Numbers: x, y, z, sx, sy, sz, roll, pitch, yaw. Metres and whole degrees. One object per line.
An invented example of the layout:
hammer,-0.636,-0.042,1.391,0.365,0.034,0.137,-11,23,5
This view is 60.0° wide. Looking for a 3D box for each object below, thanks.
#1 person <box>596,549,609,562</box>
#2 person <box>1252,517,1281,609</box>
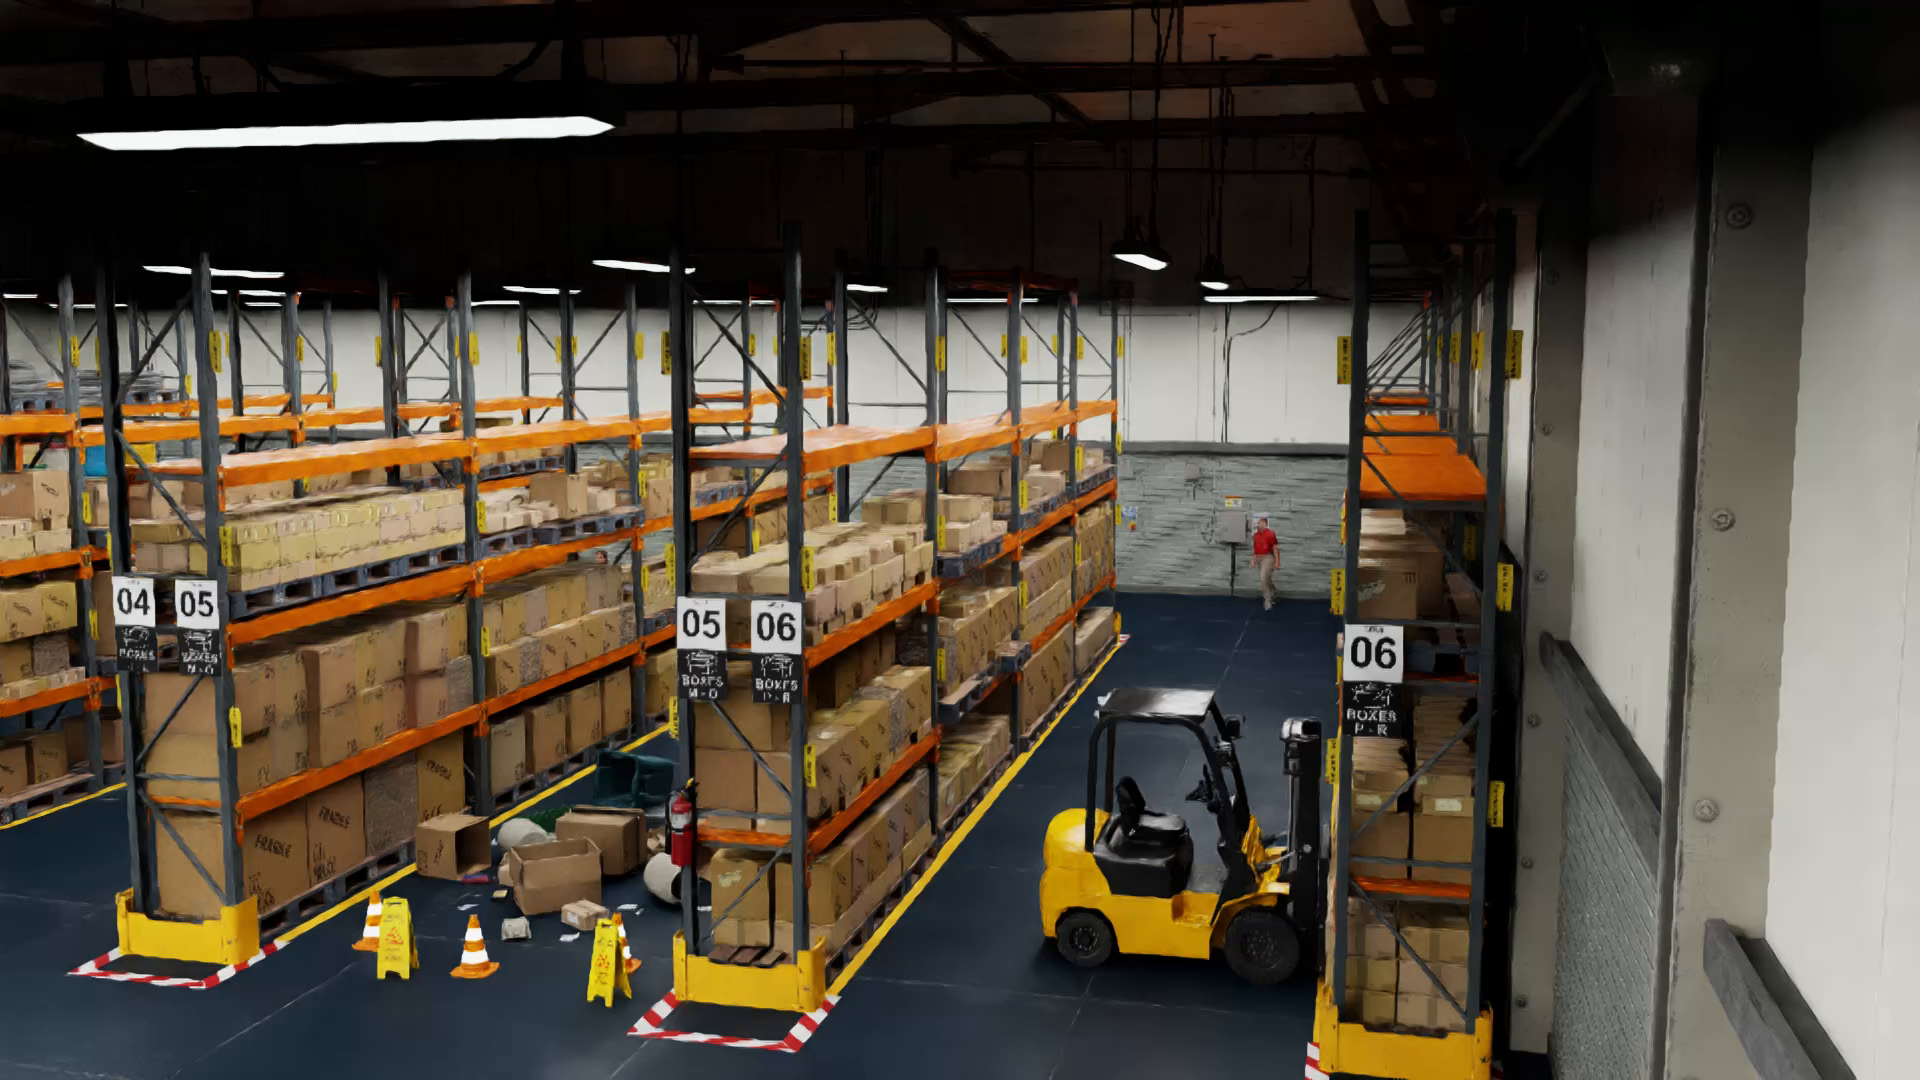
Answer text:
person,-6.009,0.942,28.149,0.580,1.618,0.507,1,7,12
person,5.916,0.428,31.976,0.475,1.755,0.659,-3,8,-23
